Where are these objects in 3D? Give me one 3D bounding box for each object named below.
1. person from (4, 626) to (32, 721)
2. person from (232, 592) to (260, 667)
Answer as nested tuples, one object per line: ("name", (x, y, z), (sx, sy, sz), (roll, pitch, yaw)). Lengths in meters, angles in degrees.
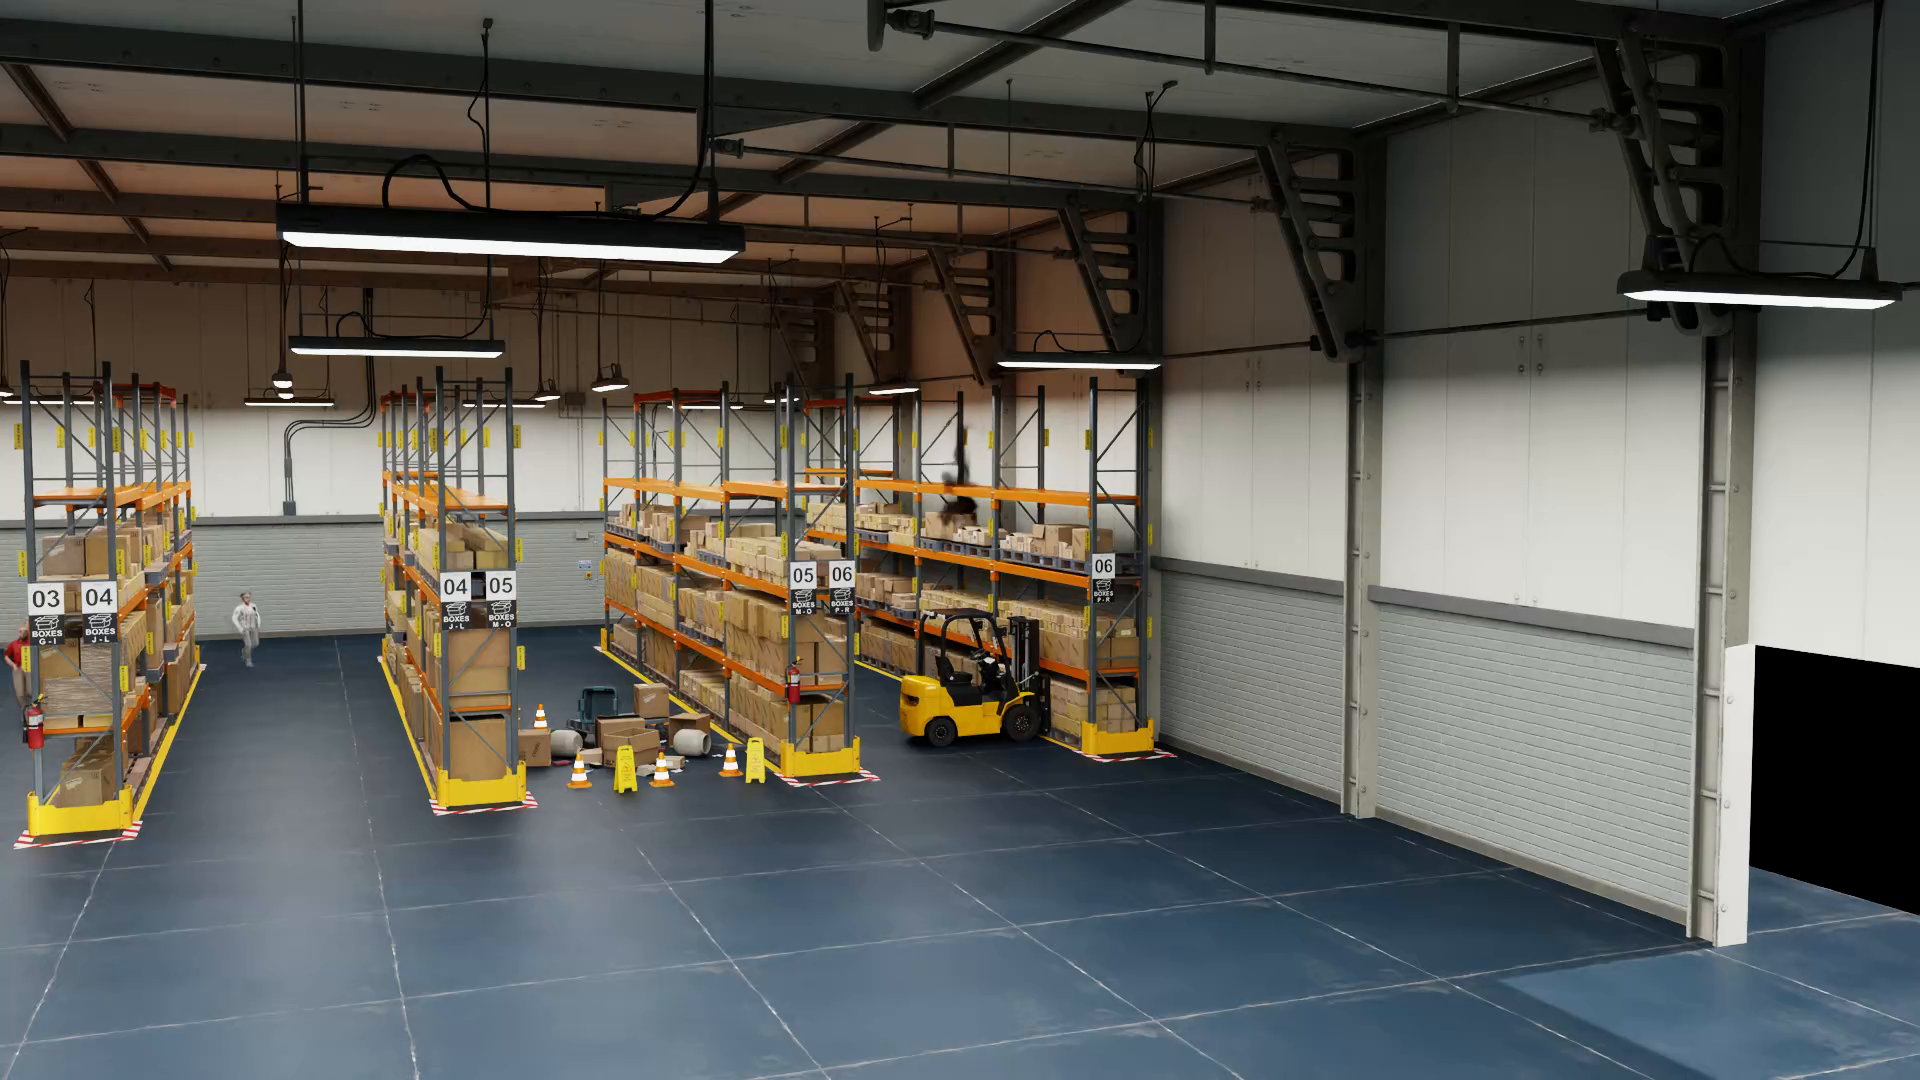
("person", (-16.697, 2.384, 29.699), (0.664, 1.685, 0.534), (-2, 4, -24))
("person", (-15.815, 1.968, 36.908), (0.507, 1.667, 0.652), (2, 4, 36))
